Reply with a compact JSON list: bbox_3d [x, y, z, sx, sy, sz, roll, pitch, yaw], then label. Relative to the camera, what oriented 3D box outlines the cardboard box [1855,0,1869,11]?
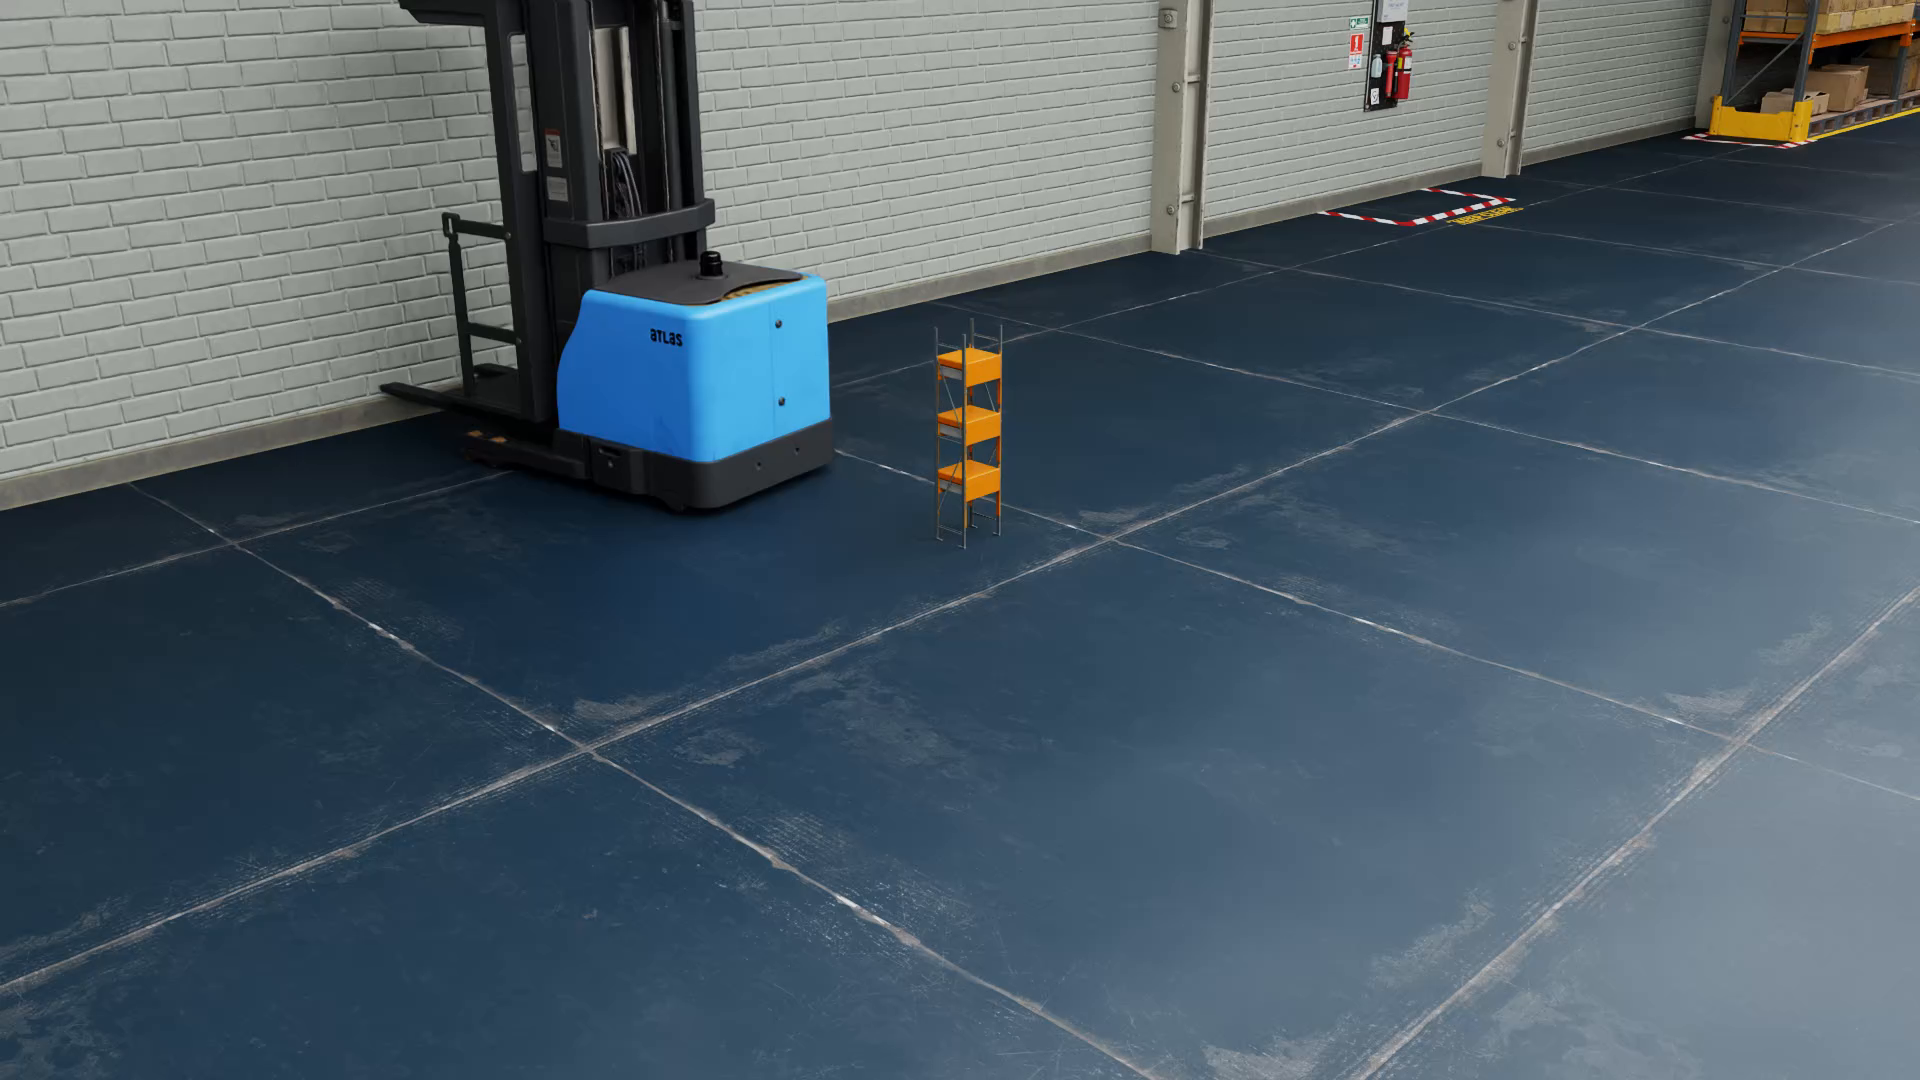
[{"bbox_3d":[11.689,-7.274,21.954,0.500,0.500,0.500,18,27,39],"label":"cardboard box"}]

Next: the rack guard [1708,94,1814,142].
[{"bbox_3d":[10.477,-5.534,21.776,1.175,0.500,0.348,19,28,41],"label":"rack guard"}]

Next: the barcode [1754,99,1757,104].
[{"bbox_3d":[10.697,-5.896,22.355,0.001,0.075,0.075,19,28,41],"label":"barcode"}]

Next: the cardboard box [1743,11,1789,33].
[{"bbox_3d":[10.611,-6.789,21.739,0.500,0.250,0.500,-20,28,-41],"label":"cardboard box"}]

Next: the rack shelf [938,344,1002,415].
[{"bbox_3d":[0.037,-0.759,7.824,0.215,0.259,0.240,19,28,41],"label":"rack shelf"}]

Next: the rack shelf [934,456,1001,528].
[{"bbox_3d":[0.037,-0.234,8.025,0.215,0.259,0.240,19,28,41],"label":"rack shelf"}]

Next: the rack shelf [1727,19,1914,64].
[{"bbox_3d":[11.819,-6.860,22.743,1.077,0.370,4.000,19,28,41],"label":"rack shelf"}]

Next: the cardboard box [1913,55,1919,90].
[{"bbox_3d":[14.425,-7.208,25.517,0.700,0.500,0.500,20,28,41],"label":"cardboard box"}]

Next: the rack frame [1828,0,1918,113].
[{"bbox_3d":[13.214,-7.710,23.952,1.000,3.000,0.127,19,28,41],"label":"rack frame"}]

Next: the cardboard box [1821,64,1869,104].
[{"bbox_3d":[12.519,-6.471,23.601,0.500,0.500,0.500,17,27,37],"label":"cardboard box"}]

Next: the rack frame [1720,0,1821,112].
[{"bbox_3d":[10.424,-6.681,21.277,1.000,3.000,0.127,19,28,41],"label":"rack frame"}]

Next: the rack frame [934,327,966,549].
[{"bbox_3d":[-0.048,-0.472,7.840,0.200,1.050,0.008,19,28,41],"label":"rack frame"}]

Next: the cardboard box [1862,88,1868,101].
[{"bbox_3d":[12.863,-6.447,24.004,0.380,0.166,0.250,15,26,34],"label":"cardboard box"}]

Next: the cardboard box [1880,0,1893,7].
[{"bbox_3d":[12.403,-7.543,22.656,0.500,0.500,0.500,18,28,39],"label":"cardboard box"}]

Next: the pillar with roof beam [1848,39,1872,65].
[{"bbox_3d":[17.563,-10.343,22.441,9.100,9.000,0.400,19,28,41],"label":"pillar with roof beam"}]

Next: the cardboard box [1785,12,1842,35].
[{"bbox_3d":[10.992,-6.667,21.419,0.500,0.250,0.500,18,28,39],"label":"cardboard box"}]

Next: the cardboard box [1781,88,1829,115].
[{"bbox_3d":[11.369,-5.933,22.465,0.500,0.311,0.500,-17,27,-38],"label":"cardboard box"}]

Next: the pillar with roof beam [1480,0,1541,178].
[{"bbox_3d":[9.191,-7.258,14.416,9.100,9.000,0.400,19,28,41],"label":"pillar with roof beam"}]

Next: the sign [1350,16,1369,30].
[{"bbox_3d":[3.906,-5.056,16.261,0.001,0.109,0.331,19,28,41],"label":"sign"}]

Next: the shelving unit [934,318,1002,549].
[{"bbox_3d":[0.037,-0.504,7.922,0.215,1.050,0.252,19,28,41],"label":"shelving unit"}]

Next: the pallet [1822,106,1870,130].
[{"bbox_3d":[11.920,-5.911,23.160,1.003,0.211,1.213,19,28,41],"label":"pallet"}]

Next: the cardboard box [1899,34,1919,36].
[{"bbox_3d":[14.742,-7.664,25.659,0.500,0.250,0.500,19,28,40],"label":"cardboard box"}]

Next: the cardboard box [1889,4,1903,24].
[{"bbox_3d":[12.748,-7.325,23.133,0.500,0.250,0.500,19,28,41],"label":"cardboard box"}]

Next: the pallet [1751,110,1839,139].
[{"bbox_3d":[11.069,-5.599,22.348,1.003,0.211,1.213,19,28,41],"label":"pallet"}]

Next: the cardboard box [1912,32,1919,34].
[{"bbox_3d":[15.097,-7.797,26.006,0.500,0.250,0.500,-20,28,-41],"label":"cardboard box"}]

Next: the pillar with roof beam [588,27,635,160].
[{"bbox_3d":[0.820,-4.174,6.390,9.100,9.000,0.400,19,28,41],"label":"pillar with roof beam"}]

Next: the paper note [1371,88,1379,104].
[{"bbox_3d":[4.183,-4.470,16.752,0.016,0.148,0.142,19,28,41],"label":"paper note"}]

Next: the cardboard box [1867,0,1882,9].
[{"bbox_3d":[12.041,-7.410,22.307,0.500,0.500,0.500,-19,28,-40],"label":"cardboard box"}]

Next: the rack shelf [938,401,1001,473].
[{"bbox_3d":[0.037,-0.494,7.926,0.215,0.259,0.240,19,28,41],"label":"rack shelf"}]

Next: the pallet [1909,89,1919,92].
[{"bbox_3d":[14.608,-6.924,25.793,1.003,0.211,1.213,19,28,41],"label":"pallet"}]

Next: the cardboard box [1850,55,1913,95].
[{"bbox_3d":[13.716,-6.941,24.824,0.500,0.500,0.700,-19,28,-40],"label":"cardboard box"}]

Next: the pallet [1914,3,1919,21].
[{"bbox_3d":[13.852,-7.780,24.402,1.003,0.211,1.213,19,28,41],"label":"pallet"}]

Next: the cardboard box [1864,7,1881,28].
[{"bbox_3d":[12.058,-7.062,22.449,0.500,0.250,0.500,20,28,41],"label":"cardboard box"}]

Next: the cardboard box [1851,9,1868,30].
[{"bbox_3d":[11.704,-6.933,22.113,0.500,0.250,0.500,19,28,40],"label":"cardboard box"}]

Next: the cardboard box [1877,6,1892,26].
[{"bbox_3d":[12.408,-7.192,22.787,0.500,0.250,0.500,19,28,40],"label":"cardboard box"}]

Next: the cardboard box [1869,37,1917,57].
[{"bbox_3d":[14.021,-7.406,24.986,0.500,0.250,0.500,19,28,40],"label":"cardboard box"}]

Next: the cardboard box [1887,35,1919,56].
[{"bbox_3d":[14.381,-7.540,25.337,0.500,0.250,0.500,18,28,39],"label":"cardboard box"}]

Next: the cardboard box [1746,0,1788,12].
[{"bbox_3d":[10.601,-7.145,21.619,0.500,0.500,0.500,19,28,40],"label":"cardboard box"}]

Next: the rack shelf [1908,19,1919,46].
[{"bbox_3d":[14.610,-7.888,25.418,1.077,0.370,4.000,19,28,41],"label":"rack shelf"}]

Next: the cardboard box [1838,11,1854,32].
[{"bbox_3d":[11.344,-6.804,21.776,0.500,0.250,0.500,18,28,39],"label":"cardboard box"}]

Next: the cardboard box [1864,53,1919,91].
[{"bbox_3d":[14.041,-7.087,25.203,0.700,0.500,0.500,19,28,40],"label":"cardboard box"}]

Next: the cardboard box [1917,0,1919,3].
[{"bbox_3d":[13.594,-8.084,24.173,0.700,0.500,0.500,19,28,41],"label":"cardboard box"}]

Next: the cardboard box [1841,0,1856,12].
[{"bbox_3d":[11.324,-7.143,21.613,0.500,0.500,0.500,19,28,41],"label":"cardboard box"}]

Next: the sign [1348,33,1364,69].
[{"bbox_3d":[3.896,-4.810,16.358,0.001,0.329,0.234,19,28,41],"label":"sign"}]

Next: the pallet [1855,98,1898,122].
[{"bbox_3d":[12.771,-6.226,23.980,1.003,0.211,1.213,19,28,41],"label":"pallet"}]

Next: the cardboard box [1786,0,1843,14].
[{"bbox_3d":[10.972,-7.018,21.289,0.500,0.500,0.500,19,28,41],"label":"cardboard box"}]

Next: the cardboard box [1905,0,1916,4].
[{"bbox_3d":[13.106,-7.800,23.323,0.500,0.500,0.500,19,28,41],"label":"cardboard box"}]

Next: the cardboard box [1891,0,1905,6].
[{"bbox_3d":[12.762,-7.670,22.985,0.500,0.500,0.500,19,28,40],"label":"cardboard box"}]

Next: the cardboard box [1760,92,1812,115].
[{"bbox_3d":[10.971,-5.787,22.084,0.500,0.311,0.500,15,26,35],"label":"cardboard box"}]

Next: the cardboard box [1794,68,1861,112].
[{"bbox_3d":[11.916,-6.198,22.890,0.700,0.500,0.500,17,27,37],"label":"cardboard box"}]

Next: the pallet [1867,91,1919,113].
[{"bbox_3d":[13.757,-6.608,24.974,1.003,0.211,1.213,19,28,41],"label":"pallet"}]

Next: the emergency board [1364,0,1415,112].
[{"bbox_3d":[4.356,-4.910,16.667,0.194,1.169,0.643,19,28,41],"label":"emergency board"}]

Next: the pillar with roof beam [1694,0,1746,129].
[{"bbox_3d":[13.377,-8.801,18.428,9.100,9.000,0.400,19,28,41],"label":"pillar with roof beam"}]

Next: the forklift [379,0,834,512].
[{"bbox_3d":[-2.180,-1.907,8.951,3.031,2.935,1.130,14,25,32],"label":"forklift"}]

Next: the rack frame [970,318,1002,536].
[{"bbox_3d":[0.122,-0.535,8.004,0.200,1.050,0.008,19,28,41],"label":"rack frame"}]

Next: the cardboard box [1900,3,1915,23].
[{"bbox_3d":[13.101,-7.451,23.461,0.500,0.250,0.500,19,28,41],"label":"cardboard box"}]

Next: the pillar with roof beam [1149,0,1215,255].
[{"bbox_3d":[5.006,-5.716,10.403,9.100,9.000,0.400,19,28,41],"label":"pillar with roof beam"}]
